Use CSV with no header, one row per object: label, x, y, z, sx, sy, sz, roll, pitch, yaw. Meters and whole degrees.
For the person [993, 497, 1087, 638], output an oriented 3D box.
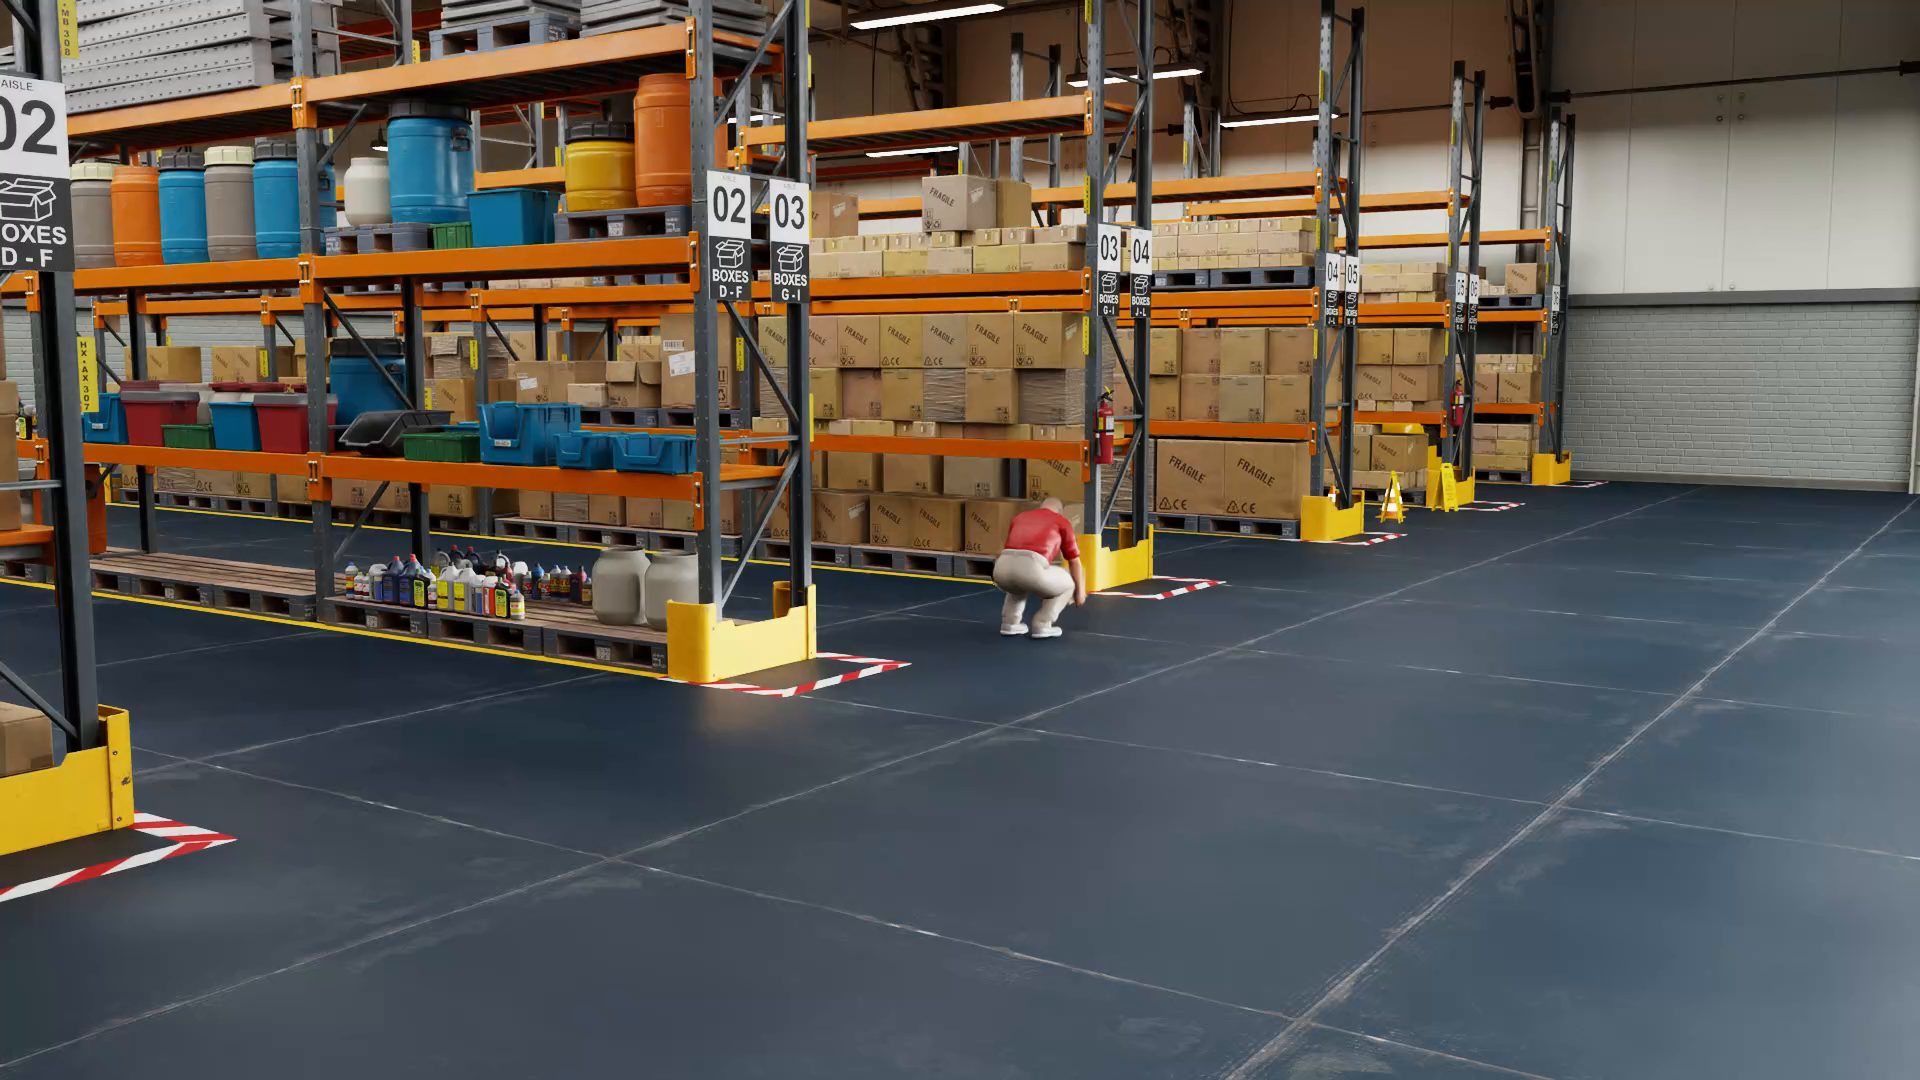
person,0.566,0.201,12.389,0.567,1.002,0.877,4,7,33
